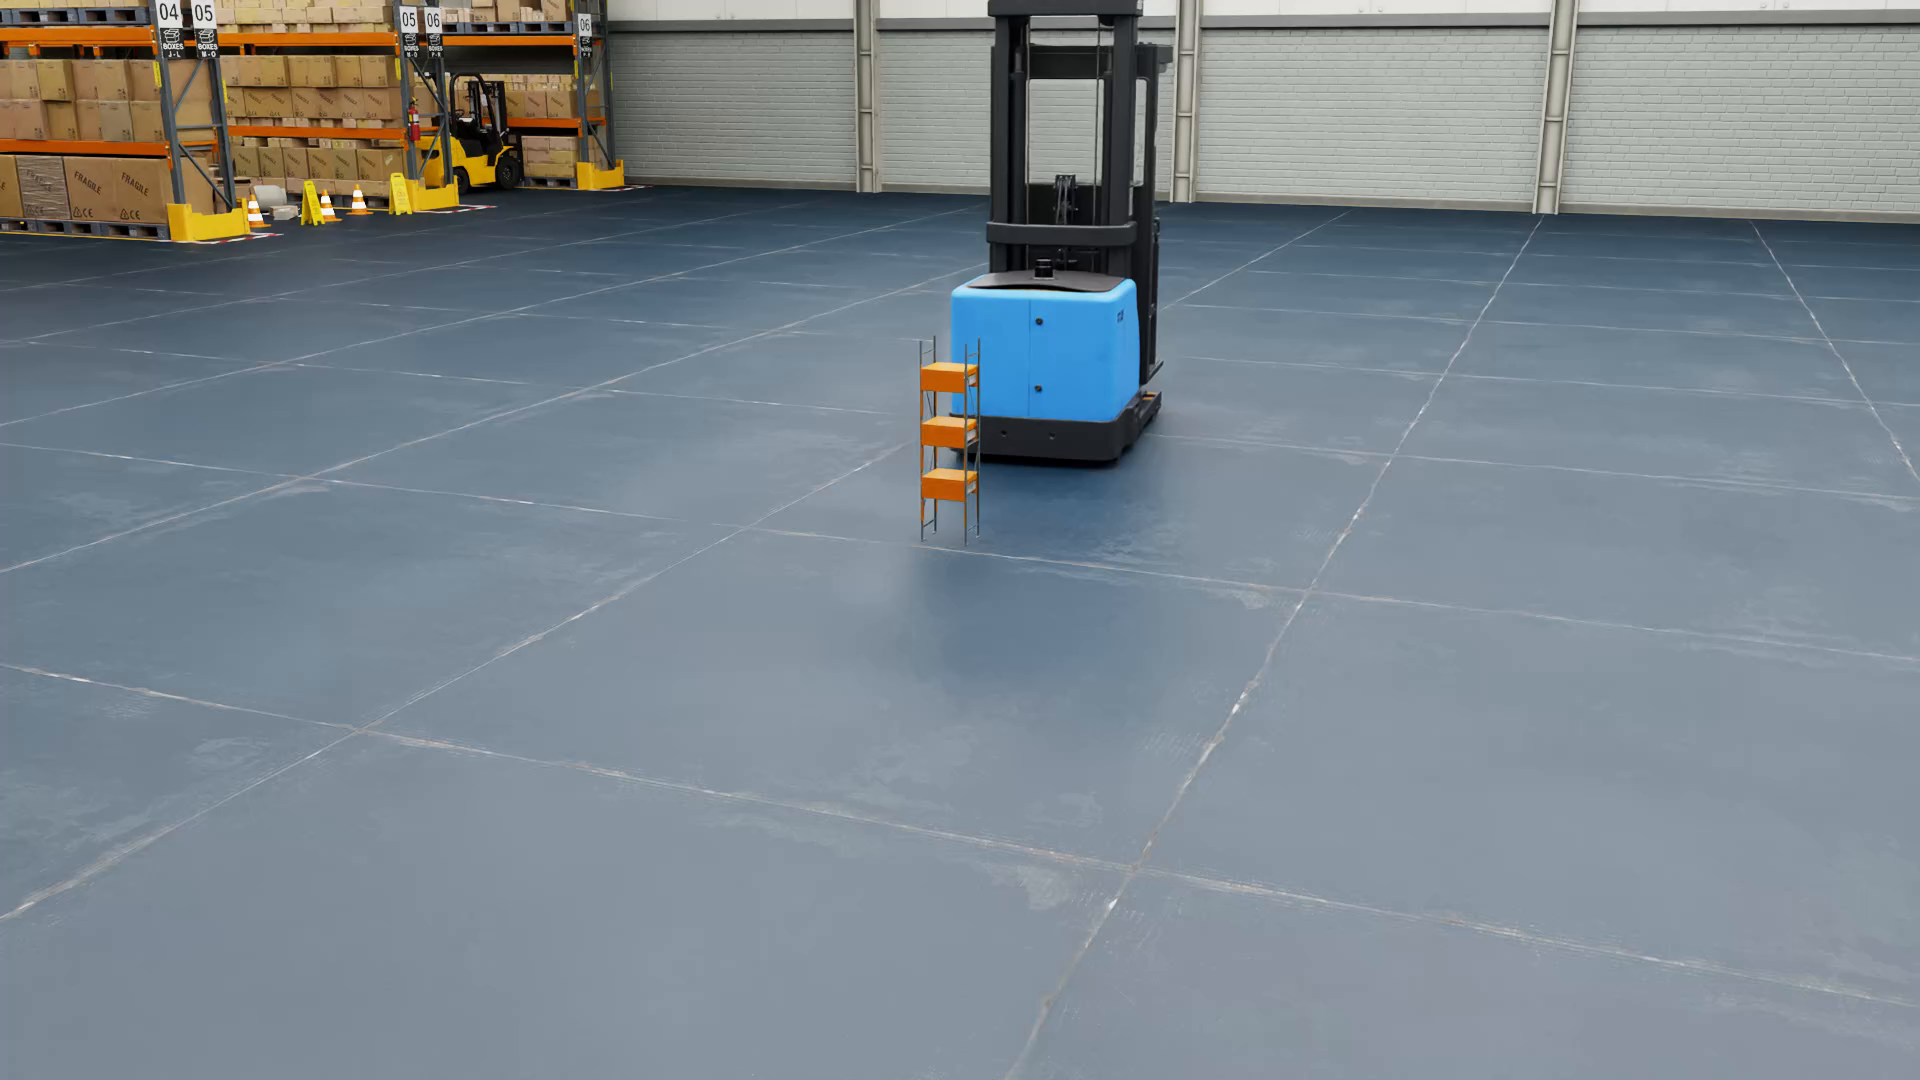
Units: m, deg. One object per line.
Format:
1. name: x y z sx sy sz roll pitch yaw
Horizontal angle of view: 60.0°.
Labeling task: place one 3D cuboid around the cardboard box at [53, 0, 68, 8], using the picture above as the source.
1. cardboard box: -12.116 -7.330 22.679 0.250 0.149 0.380 6 17 21

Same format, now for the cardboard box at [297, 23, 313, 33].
1. cardboard box: -10.658 -8.407 27.324 0.250 0.149 0.380 6 17 20

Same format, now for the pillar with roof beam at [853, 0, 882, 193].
1. pillar with roof beam: -3.275 -9.721 26.019 0.400 9.000 9.100 6 17 21

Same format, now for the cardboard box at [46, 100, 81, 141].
1. cardboard box: -12.365 -5.966 23.575 0.500 0.550 0.875 6 17 21

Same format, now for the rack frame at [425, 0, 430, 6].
1. rack frame: -10.681 -11.556 32.338 0.127 3.000 1.000 6 17 21

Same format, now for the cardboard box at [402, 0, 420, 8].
1. cardboard box: -9.034 -8.770 27.143 0.250 0.149 0.380 6 17 20

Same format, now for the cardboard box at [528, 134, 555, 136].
1. cardboard box: -8.265 -7.829 32.648 0.500 0.250 0.500 6 17 20

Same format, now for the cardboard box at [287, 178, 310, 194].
1. cardboard box: -11.054 -6.033 28.252 0.500 0.250 0.500 6 17 20

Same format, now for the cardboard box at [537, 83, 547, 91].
1. cardboard box: -7.853 -8.649 31.742 0.250 0.149 0.380 7 17 22

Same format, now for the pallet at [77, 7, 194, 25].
1. pallet: -11.194 -7.155 22.718 1.213 0.211 1.003 6 17 21

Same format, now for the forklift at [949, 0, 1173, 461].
1. forklift: 0.799 -2.256 11.188 1.130 2.935 3.031 4 17 14

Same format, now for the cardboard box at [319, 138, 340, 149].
1. cardboard box: -10.462 -6.619 27.764 0.250 0.149 0.380 7 18 23

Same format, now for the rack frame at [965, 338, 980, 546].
1. rack frame: 0.064 -0.497 8.503 0.008 1.050 0.200 6 17 21

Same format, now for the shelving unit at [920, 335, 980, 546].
1. shelving unit: -0.050 -0.510 8.546 0.252 1.050 0.215 6 17 21

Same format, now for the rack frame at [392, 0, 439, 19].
1. rack frame: -8.778 -9.859 26.493 0.127 3.000 1.000 6 17 21

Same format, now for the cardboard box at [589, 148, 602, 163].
1. cardboard box: -7.321 -7.489 32.372 0.500 0.250 0.500 7 17 22

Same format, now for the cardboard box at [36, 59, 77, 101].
1. cardboard box: -12.389 -6.468 23.366 0.500 0.550 0.875 6 17 21

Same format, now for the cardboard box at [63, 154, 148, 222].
1. cardboard box: -11.975 -5.007 23.598 0.875 0.875 0.875 6 17 20

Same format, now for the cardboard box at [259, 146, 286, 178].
1. cardboard box: -11.547 -6.446 28.332 0.500 0.500 0.500 7 18 23

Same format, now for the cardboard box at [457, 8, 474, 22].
1. cardboard box: -9.412 -10.070 31.909 0.258 0.266 0.396 6 17 19

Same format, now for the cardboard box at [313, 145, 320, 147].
1. cardboard box: -10.901 -6.534 28.634 0.500 0.500 0.500 7 18 24

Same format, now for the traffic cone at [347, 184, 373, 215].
1. traffic cone: -9.651 -5.469 26.682 0.334 0.463 0.336 6 17 21

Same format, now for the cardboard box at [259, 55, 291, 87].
1. cardboard box: -11.245 -7.841 27.795 0.500 0.500 0.700 6 17 19

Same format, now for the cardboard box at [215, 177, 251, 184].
1. cardboard box: -12.001 -5.725 27.494 0.500 0.500 0.500 -9 18 -27

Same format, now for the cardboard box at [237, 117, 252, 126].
1. cardboard box: -12.070 -7.139 28.334 0.250 0.149 0.380 7 18 22

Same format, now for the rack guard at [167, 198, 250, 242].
1. rack guard: -10.478 -4.481 23.212 0.348 0.500 1.175 6 17 21

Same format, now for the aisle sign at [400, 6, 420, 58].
1. aisle sign: -8.827 -8.145 26.686 0.004 0.787 0.394 6 17 21

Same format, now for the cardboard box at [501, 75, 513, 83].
1. cardboard box: -8.595 -8.855 31.918 0.250 0.149 0.380 7 17 22

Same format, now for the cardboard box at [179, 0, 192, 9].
1. cardboard box: -10.702 -7.372 22.823 0.250 0.149 0.380 6 17 21

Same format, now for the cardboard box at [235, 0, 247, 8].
1. cardboard box: -11.831 -8.925 27.675 0.250 0.149 0.380 6 17 19

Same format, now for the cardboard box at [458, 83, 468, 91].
1. cardboard box: -9.541 -8.816 32.319 0.250 0.149 0.380 6 17 20

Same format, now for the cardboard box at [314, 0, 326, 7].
1. cardboard box: -10.347 -8.796 27.233 0.250 0.149 0.380 6 17 19

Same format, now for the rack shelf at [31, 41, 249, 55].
1. rack shelf: -14.360 -8.687 29.126 4.000 0.370 1.077 6 17 21

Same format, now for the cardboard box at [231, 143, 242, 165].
1. cardboard box: -14.874 -8.073 34.831 0.500 0.500 0.500 7 18 22

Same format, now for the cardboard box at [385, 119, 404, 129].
1. cardboard box: -9.204 -6.840 27.305 0.250 0.149 0.380 7 18 22

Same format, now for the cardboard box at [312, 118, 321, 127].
1. cardboard box: -10.619 -7.001 27.861 0.250 0.149 0.380 6 17 21

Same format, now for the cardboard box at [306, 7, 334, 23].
1. cardboard box: -10.305 -8.575 27.187 0.500 0.250 0.500 7 18 22

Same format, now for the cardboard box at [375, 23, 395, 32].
1. cardboard box: -9.213 -8.262 26.822 0.250 0.149 0.380 6 17 21

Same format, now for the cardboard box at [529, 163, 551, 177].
1. cardboard box: -7.972 -7.166 32.157 0.500 0.250 0.500 6 17 21

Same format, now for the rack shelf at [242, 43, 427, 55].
1. rack shelf: -12.542 -9.974 33.562 4.000 0.370 1.077 6 17 21

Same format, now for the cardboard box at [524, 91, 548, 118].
1. cardboard box: -7.994 -8.351 31.881 0.500 0.500 0.500 7 18 22

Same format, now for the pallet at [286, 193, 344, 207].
1. pallet: -10.722 -5.864 28.494 1.213 0.211 1.003 6 17 21

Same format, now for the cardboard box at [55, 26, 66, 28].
1. cardboard box: -15.752 -9.070 29.396 0.258 0.266 0.396 6 17 21

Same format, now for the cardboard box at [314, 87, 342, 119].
1. cardboard box: -10.312 -7.257 27.579 0.500 0.500 0.500 6 17 20

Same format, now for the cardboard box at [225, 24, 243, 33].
1. cardboard box: -12.077 -8.570 27.882 0.250 0.149 0.380 6 17 21
